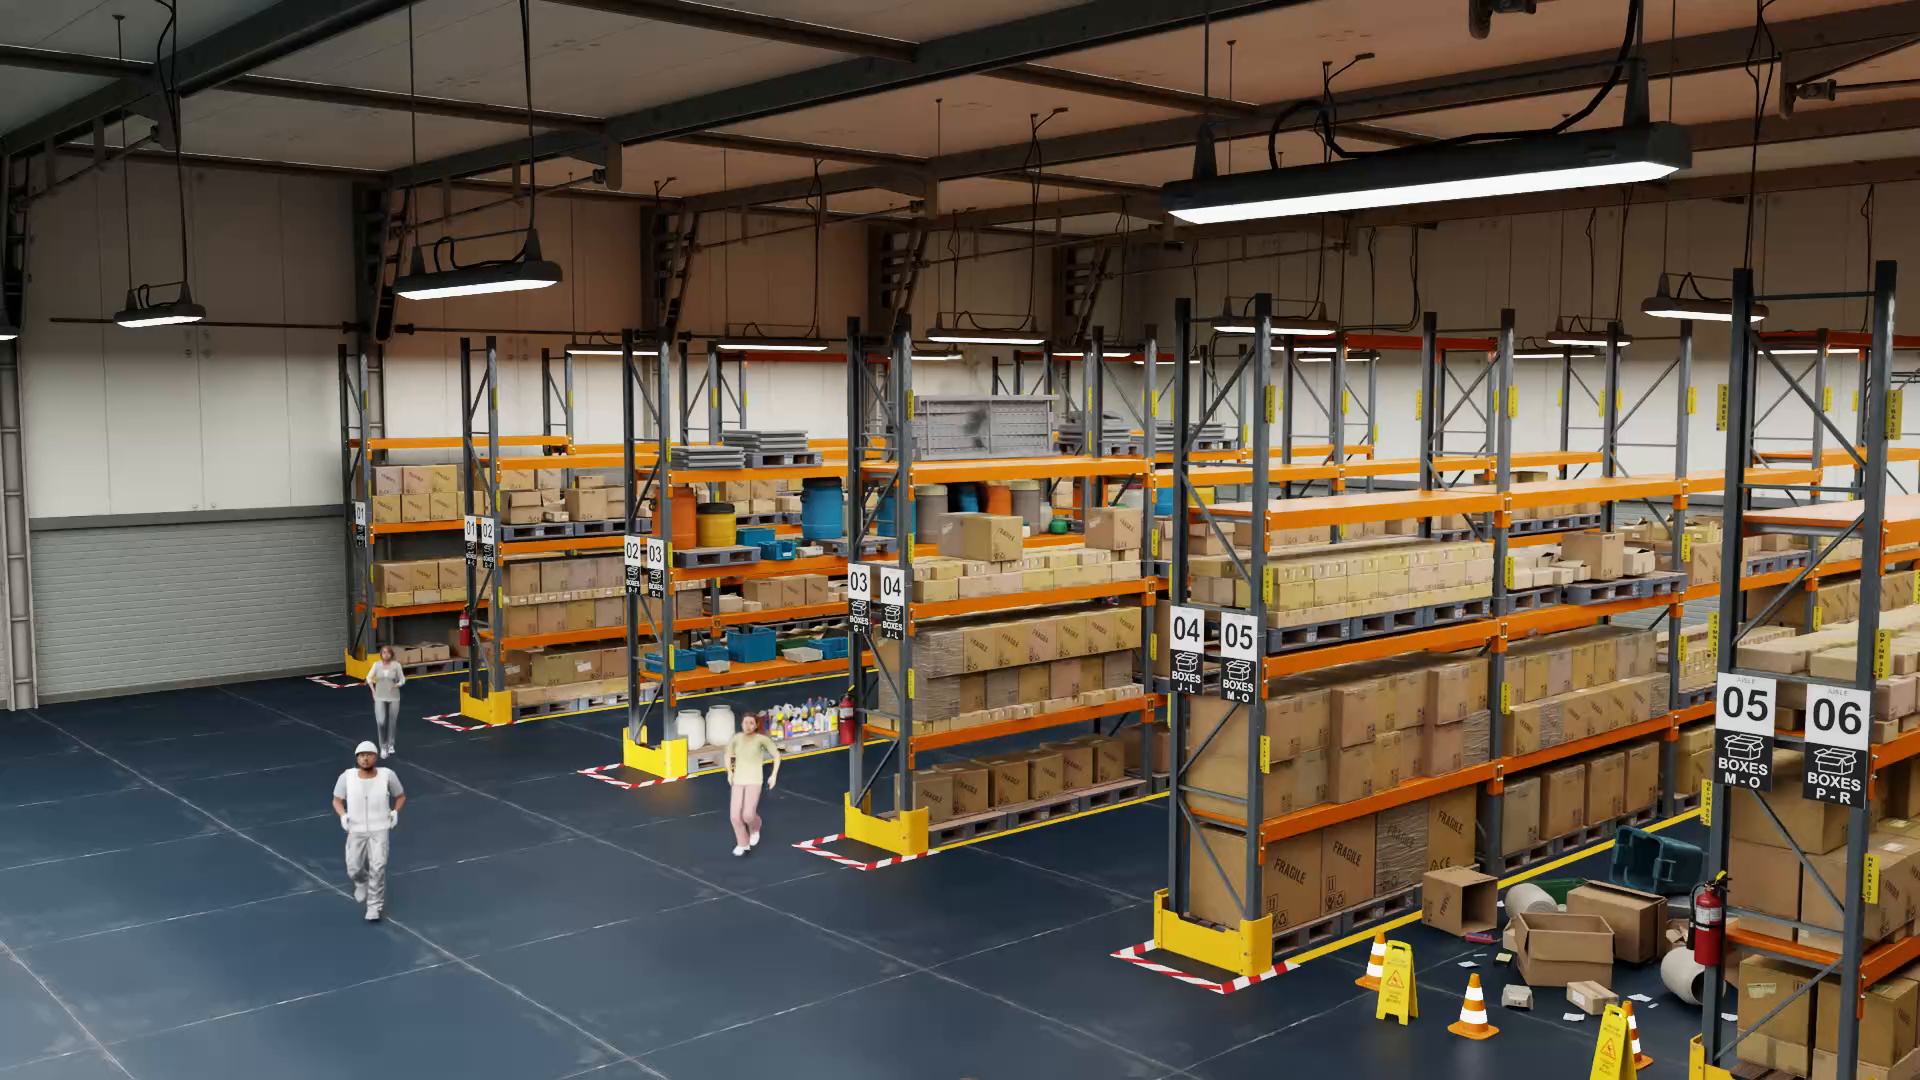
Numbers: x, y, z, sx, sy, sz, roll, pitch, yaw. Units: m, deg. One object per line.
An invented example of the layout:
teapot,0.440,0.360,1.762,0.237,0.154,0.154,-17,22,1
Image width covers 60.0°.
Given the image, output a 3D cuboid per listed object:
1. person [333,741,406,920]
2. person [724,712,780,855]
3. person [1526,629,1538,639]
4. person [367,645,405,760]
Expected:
person,-5.815,2.836,16.364,0.669,1.733,0.614,-1,5,-16
person,-2.340,2.706,18.495,0.620,1.621,0.528,1,5,11
person,8.512,2.143,24.752,0.579,1.659,0.859,4,7,40
person,-8.072,2.291,23.411,0.520,1.632,0.604,-2,5,-19
